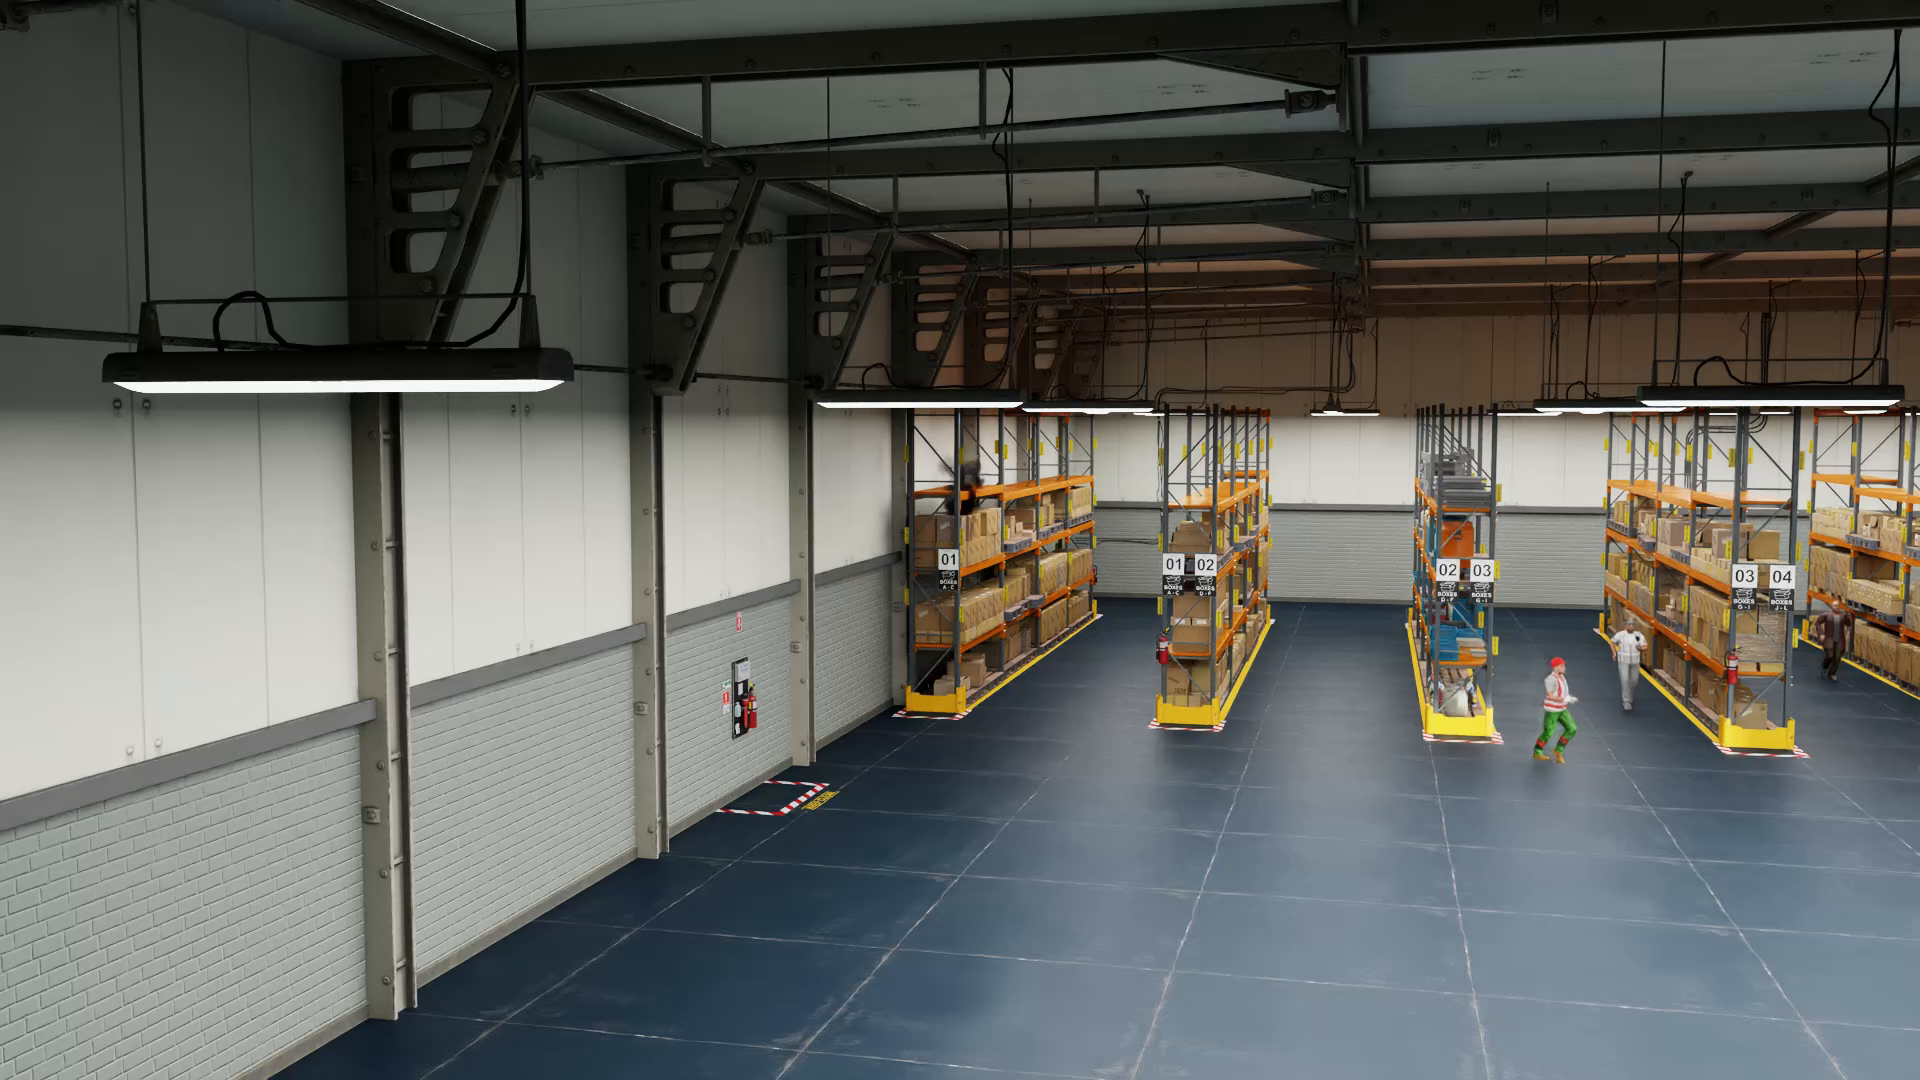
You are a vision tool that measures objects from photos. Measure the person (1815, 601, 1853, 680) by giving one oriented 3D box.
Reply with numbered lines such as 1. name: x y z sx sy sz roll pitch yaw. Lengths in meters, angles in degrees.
1. person: 19.150 2.203 36.393 0.723 1.746 0.629 1 4 12

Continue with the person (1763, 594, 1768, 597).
1. person: 21.205 1.720 44.099 0.672 1.653 0.708 -2 5 -26

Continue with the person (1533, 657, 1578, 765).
1. person: 9.884 2.830 27.495 0.643 1.796 0.804 -3 5 -38

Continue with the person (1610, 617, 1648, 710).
1. person: 13.279 2.412 32.988 0.661 1.773 0.984 1 4 10
